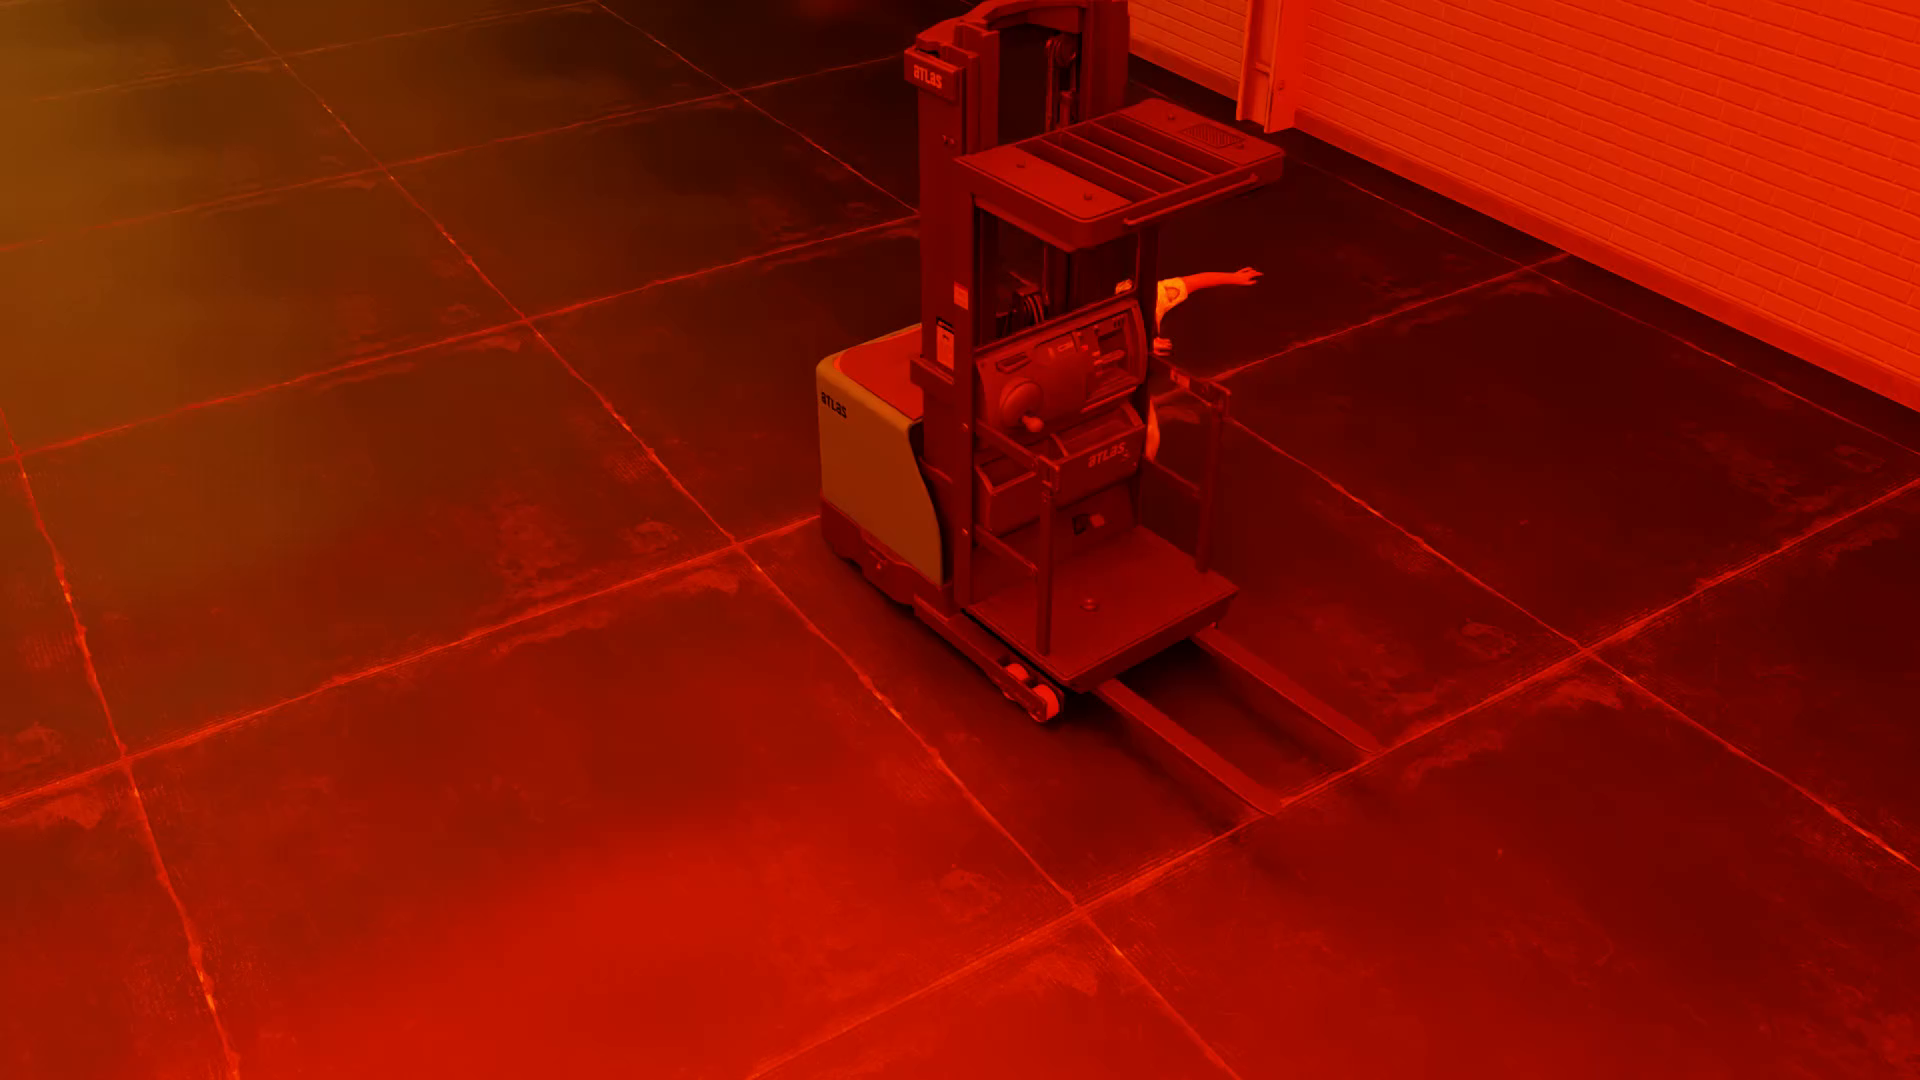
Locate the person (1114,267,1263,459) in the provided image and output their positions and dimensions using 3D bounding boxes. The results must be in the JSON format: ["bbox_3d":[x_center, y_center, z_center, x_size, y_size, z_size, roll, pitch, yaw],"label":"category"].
[{"bbox_3d":[0.930,-0.814,8.643,1.420,1.282,0.729,-10,36,-14],"label":"person"}]

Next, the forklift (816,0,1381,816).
[{"bbox_3d":[0.589,-0.702,7.147,1.130,2.935,3.031,-24,42,-30],"label":"forklift"}]
